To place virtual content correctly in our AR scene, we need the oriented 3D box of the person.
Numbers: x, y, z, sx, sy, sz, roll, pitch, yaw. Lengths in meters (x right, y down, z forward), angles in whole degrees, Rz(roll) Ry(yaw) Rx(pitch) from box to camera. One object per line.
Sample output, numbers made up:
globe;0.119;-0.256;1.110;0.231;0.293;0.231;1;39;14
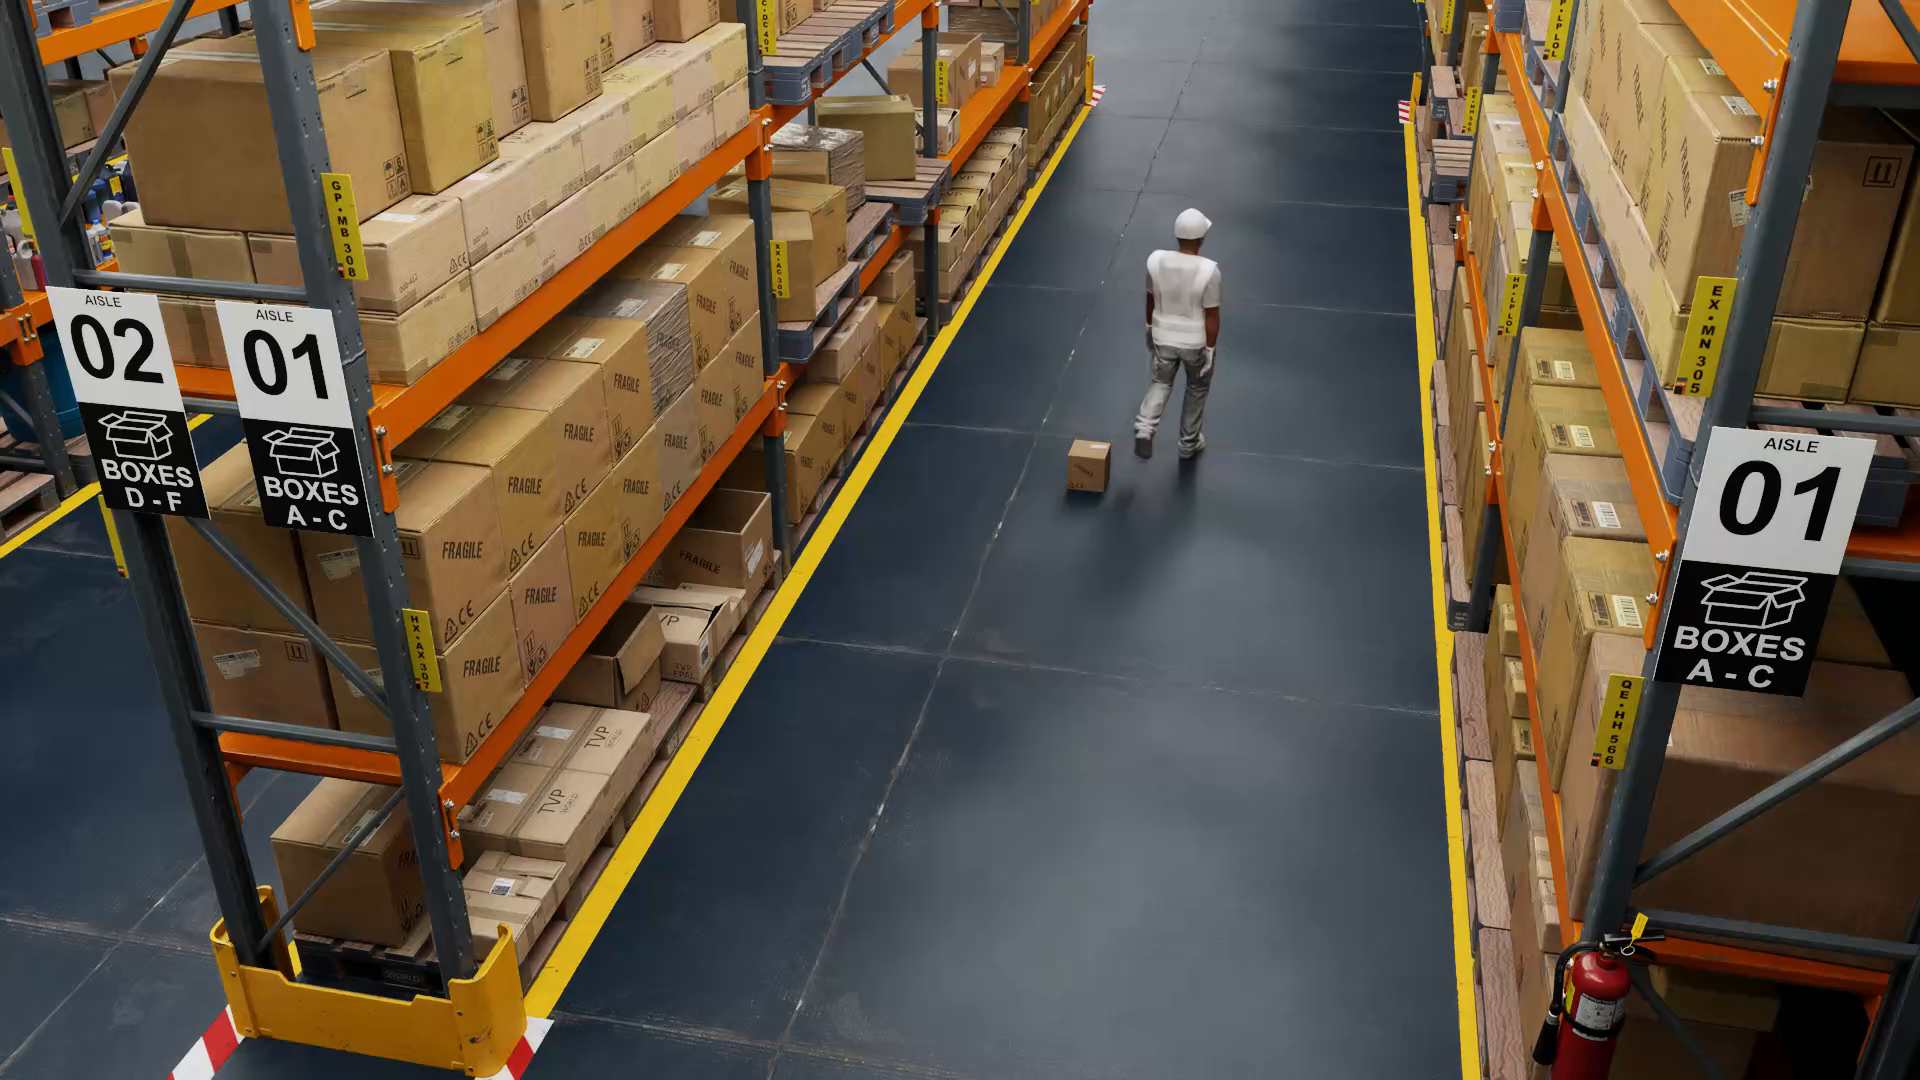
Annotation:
person;1.448;-1.321;10.988;0.564;1.767;0.731;14;32;24
